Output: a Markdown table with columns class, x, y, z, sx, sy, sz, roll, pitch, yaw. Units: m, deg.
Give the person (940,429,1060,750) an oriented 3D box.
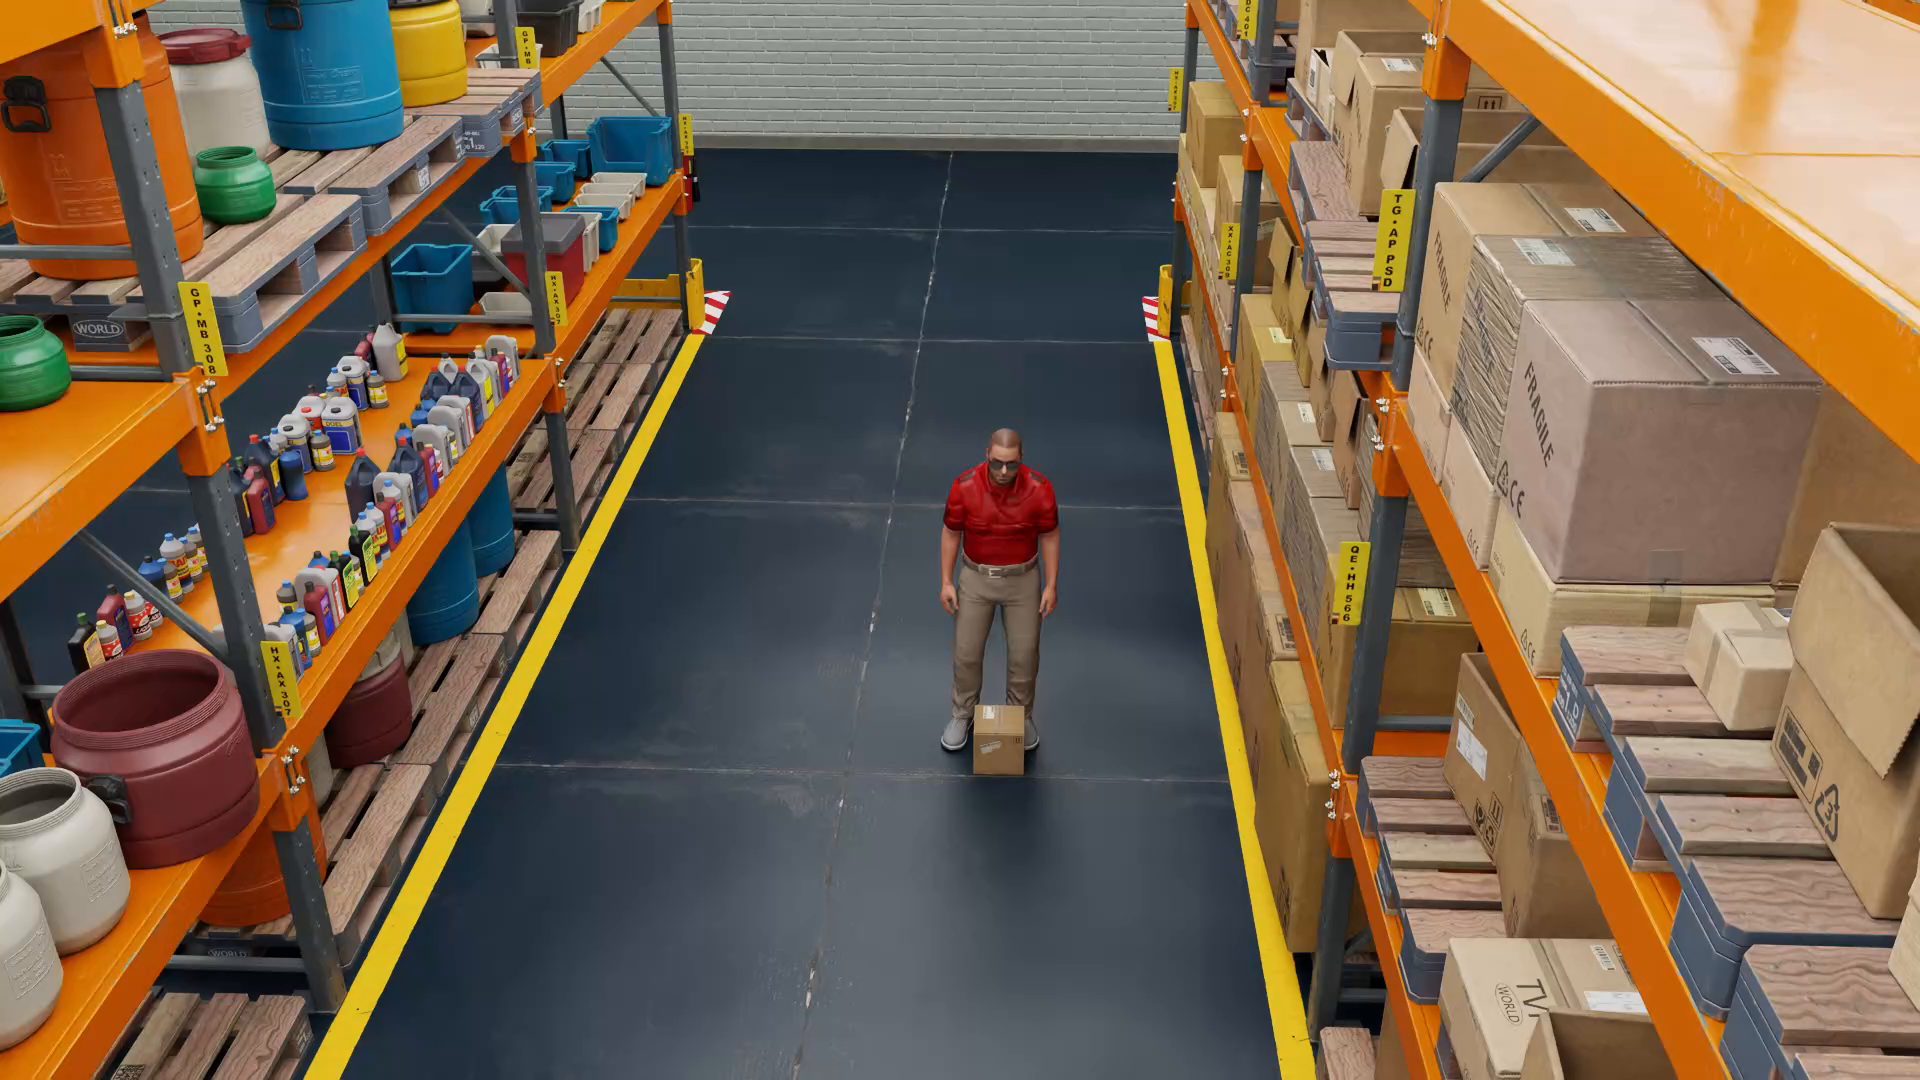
| class | x | y | z | sx | sy | sz | roll | pitch | yaw |
| --- | --- | --- | --- | --- | --- | --- | --- | --- | --- |
| person | 0.195 | 0.229 | 8.201 | 0.586 | 1.727 | 0.393 | 1 | 28 | 2 |
